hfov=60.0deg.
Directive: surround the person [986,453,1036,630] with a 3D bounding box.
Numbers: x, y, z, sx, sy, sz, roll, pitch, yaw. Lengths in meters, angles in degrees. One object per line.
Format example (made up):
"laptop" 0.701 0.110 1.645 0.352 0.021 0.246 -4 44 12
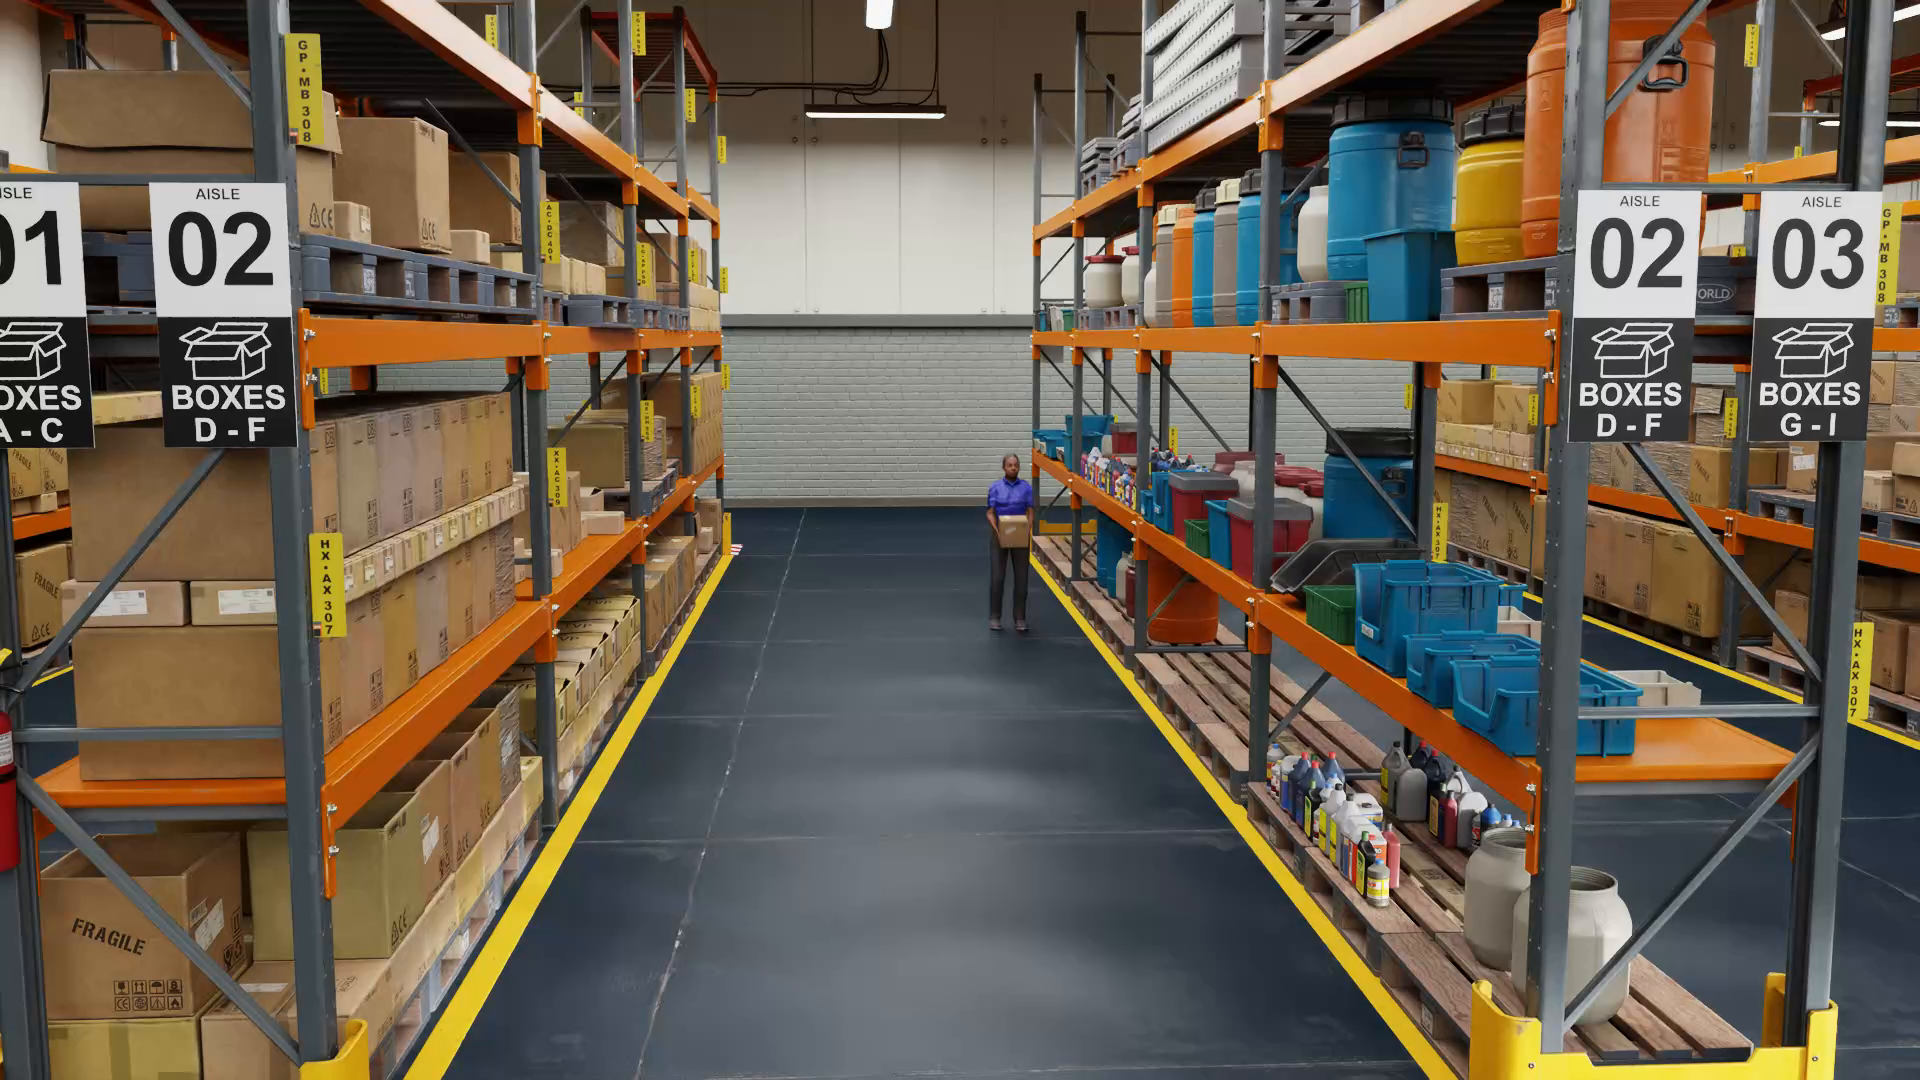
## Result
"person" 0.484 0.016 15.624 0.470 1.659 0.475 -1 7 -5
